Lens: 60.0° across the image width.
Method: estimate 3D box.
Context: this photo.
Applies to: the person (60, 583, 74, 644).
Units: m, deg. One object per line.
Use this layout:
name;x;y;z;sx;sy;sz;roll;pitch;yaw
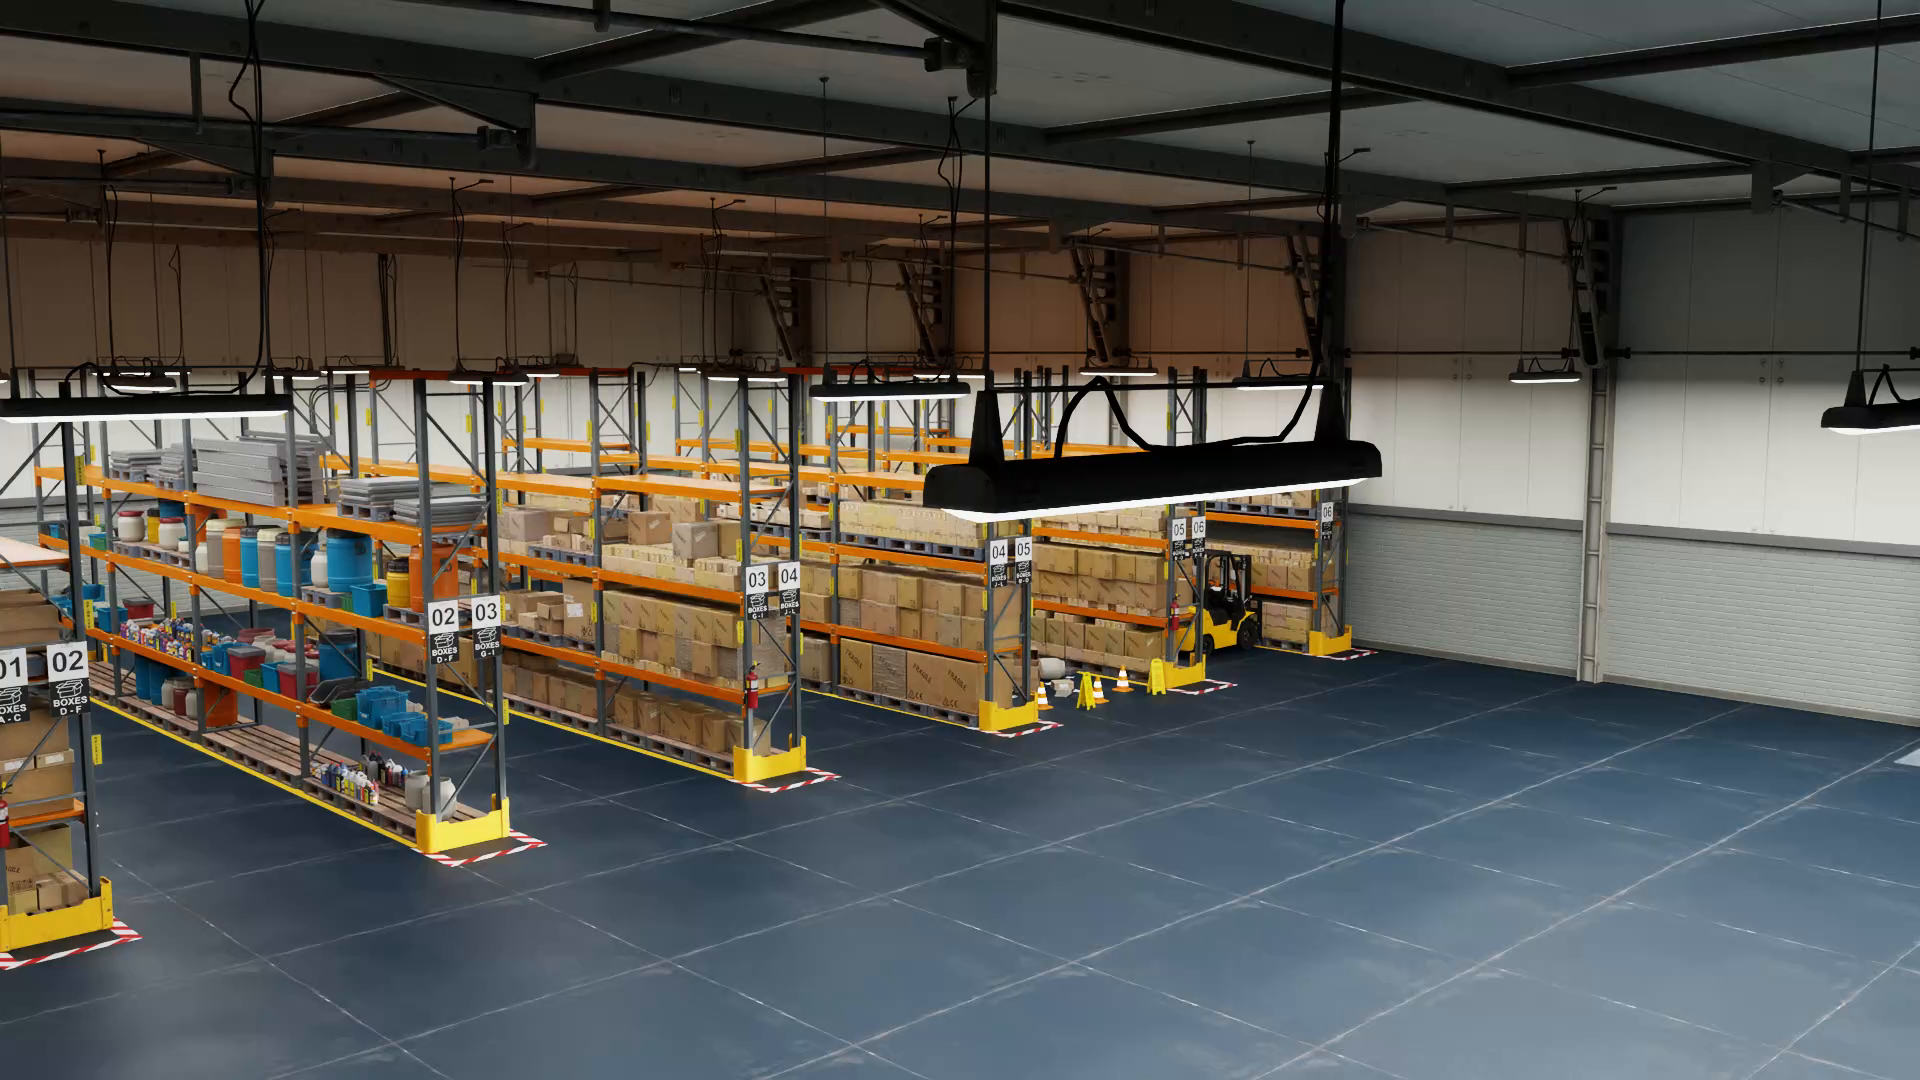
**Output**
person;-18.148;1.702;33.854;0.647;1.683;0.621;-5;8;-39
